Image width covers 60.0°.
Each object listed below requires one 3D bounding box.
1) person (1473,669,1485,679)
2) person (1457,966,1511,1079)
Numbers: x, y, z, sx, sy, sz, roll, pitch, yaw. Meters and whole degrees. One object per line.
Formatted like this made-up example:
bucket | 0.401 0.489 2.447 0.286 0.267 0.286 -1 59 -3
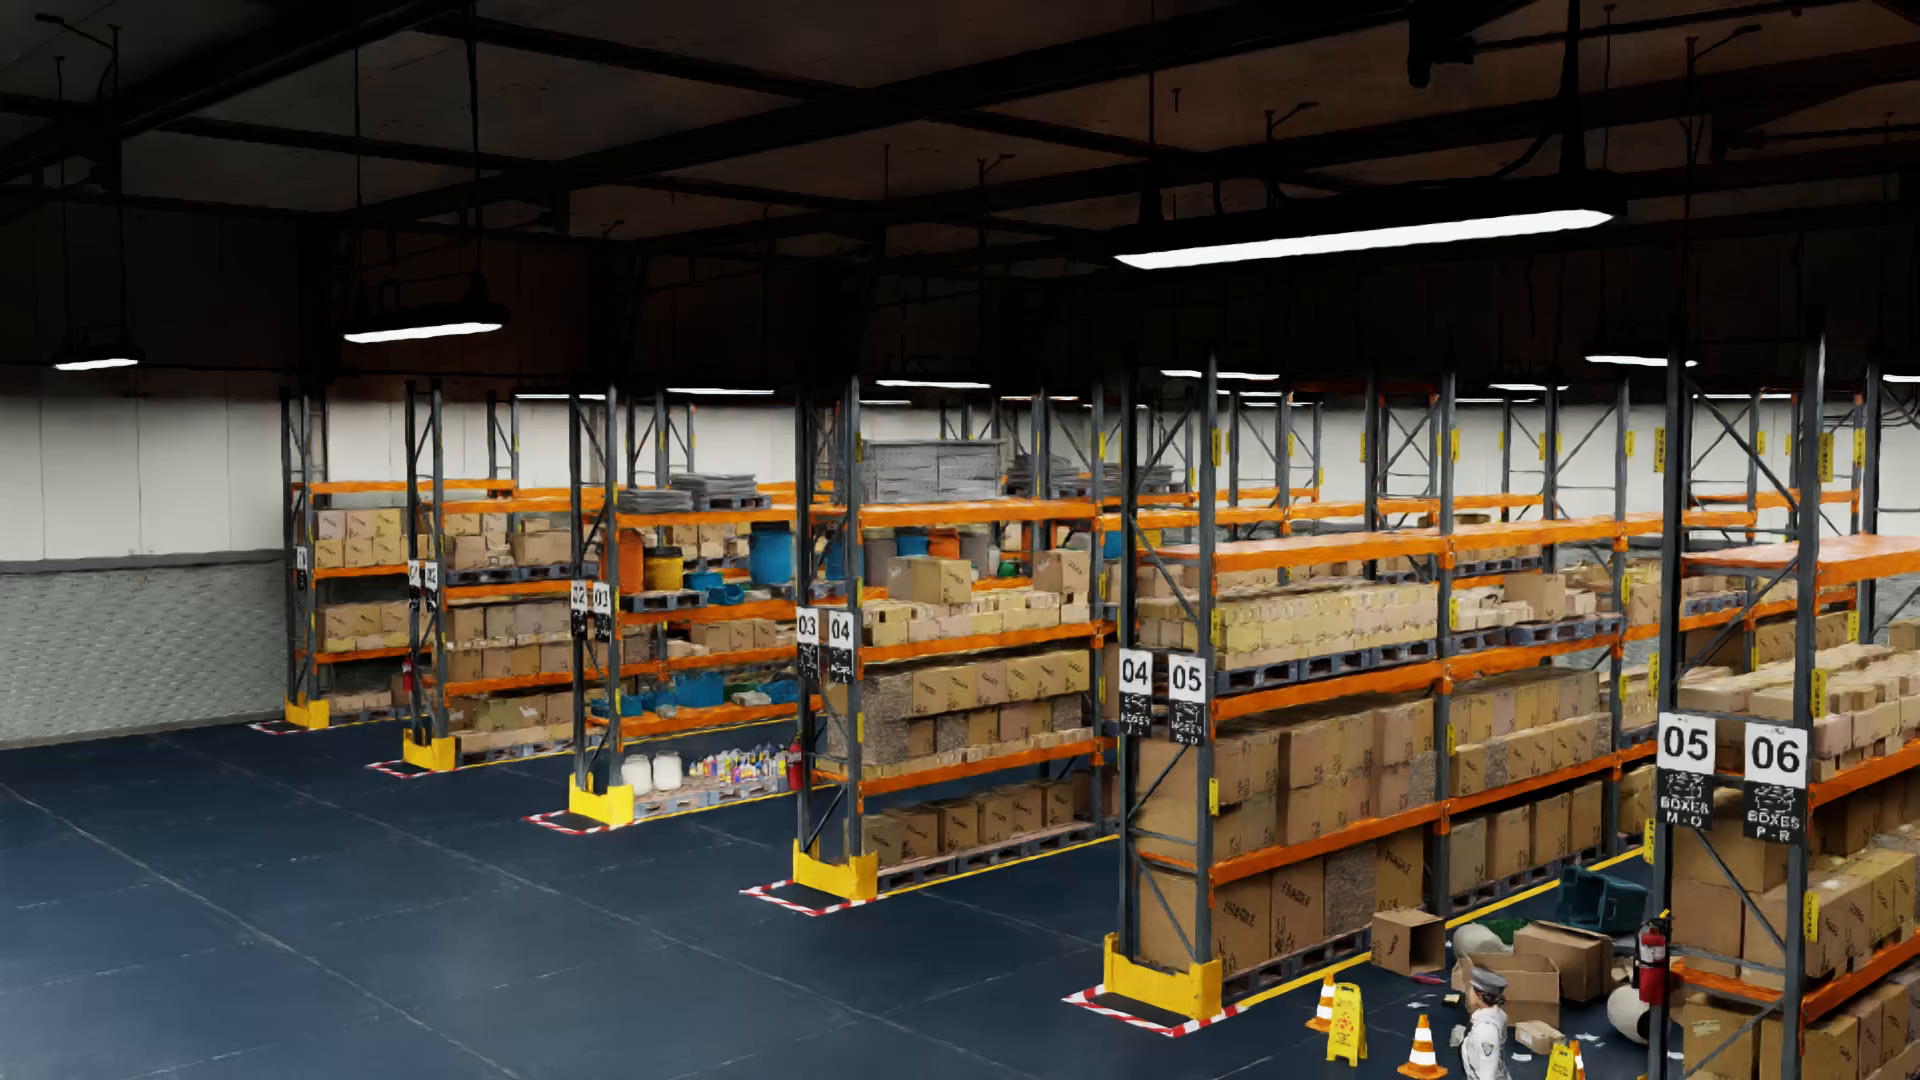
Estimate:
person | 7.984 2.739 25.492 0.478 1.567 1.093 4 5 44
person | 3.519 3.652 10.855 0.525 1.657 0.572 1 4 21
